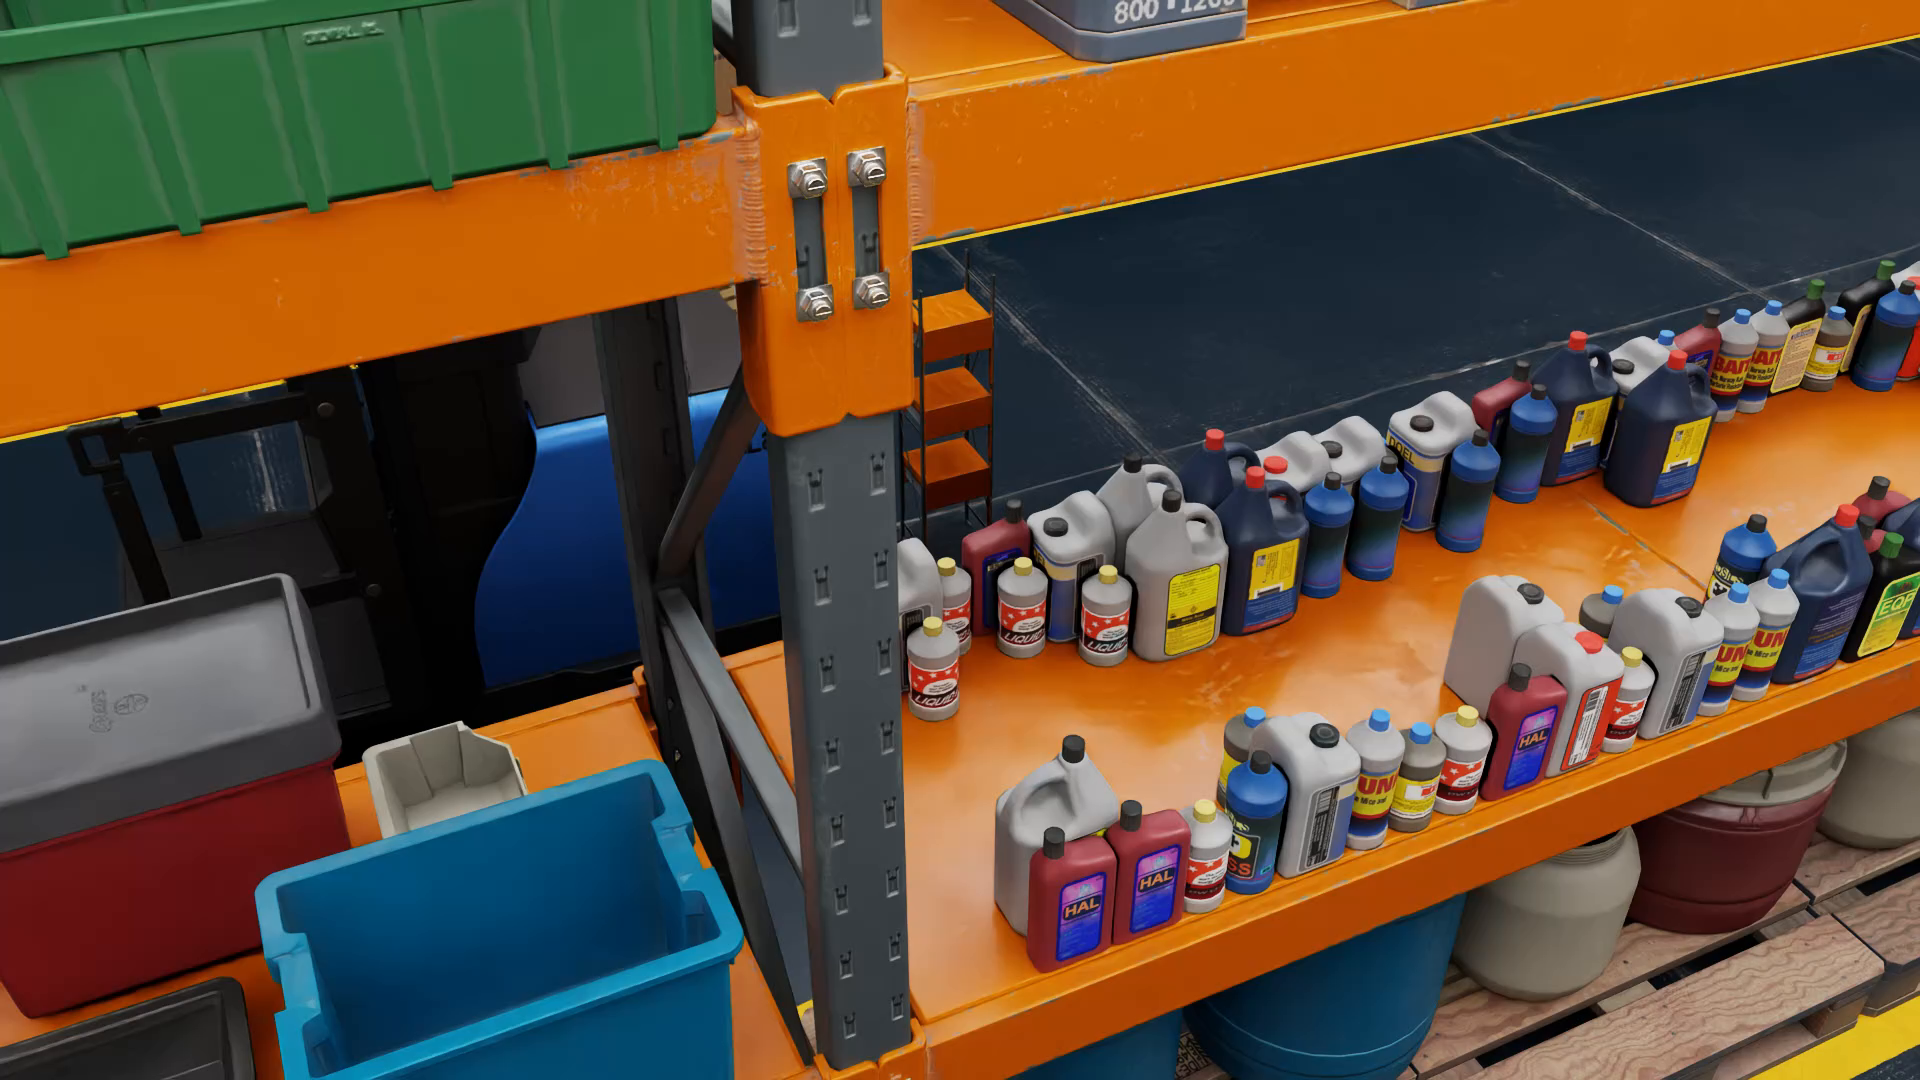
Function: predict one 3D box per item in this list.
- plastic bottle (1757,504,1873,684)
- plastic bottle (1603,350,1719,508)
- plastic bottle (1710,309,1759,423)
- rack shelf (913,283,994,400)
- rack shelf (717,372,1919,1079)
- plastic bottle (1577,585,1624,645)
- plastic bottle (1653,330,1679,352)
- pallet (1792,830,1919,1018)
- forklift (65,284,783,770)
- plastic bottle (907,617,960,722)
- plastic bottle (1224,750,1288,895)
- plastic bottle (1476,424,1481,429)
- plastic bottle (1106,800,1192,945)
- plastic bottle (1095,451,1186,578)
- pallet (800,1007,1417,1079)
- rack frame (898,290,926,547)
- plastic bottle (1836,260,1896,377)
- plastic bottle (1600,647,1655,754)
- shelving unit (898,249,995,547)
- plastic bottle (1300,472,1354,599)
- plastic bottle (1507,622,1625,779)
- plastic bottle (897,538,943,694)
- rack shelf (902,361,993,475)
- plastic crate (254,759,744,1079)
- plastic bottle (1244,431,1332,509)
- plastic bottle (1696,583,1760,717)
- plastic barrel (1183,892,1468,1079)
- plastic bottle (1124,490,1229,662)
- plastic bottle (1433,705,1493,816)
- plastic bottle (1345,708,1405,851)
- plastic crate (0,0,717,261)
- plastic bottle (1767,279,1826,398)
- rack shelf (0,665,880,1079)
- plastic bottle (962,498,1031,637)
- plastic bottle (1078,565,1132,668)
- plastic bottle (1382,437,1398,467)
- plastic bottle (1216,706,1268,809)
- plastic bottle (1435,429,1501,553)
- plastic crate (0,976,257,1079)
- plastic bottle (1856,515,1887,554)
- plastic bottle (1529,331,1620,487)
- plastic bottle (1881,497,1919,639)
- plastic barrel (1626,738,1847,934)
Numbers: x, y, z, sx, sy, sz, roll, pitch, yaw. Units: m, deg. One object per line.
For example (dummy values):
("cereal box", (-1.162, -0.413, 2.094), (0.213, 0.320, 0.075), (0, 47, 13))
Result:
("plastic bottle", (1.613, 0.090, 3.152), (0.185, 0.351, 0.144), (-16, 39, -20))
("plastic bottle", (1.538, -0.257, 3.621), (0.185, 0.351, 0.144), (-16, 39, -20))
("plastic bottle", (1.800, -0.414, 3.899), (0.097, 0.271, 0.097), (0, 37, 0))
("rack shelf", (-0.048, -0.628, 5.256), (0.240, 0.259, 0.215), (-16, 39, -20))
("rack shelf", (1.472, 0.145, 3.640), (4.000, 0.370, 1.077), (-16, 39, -20))
("plastic bottle", (1.220, 0.175, 3.163), (0.097, 0.201, 0.097), (0, 37, 0))
("plastic bottle", (1.591, -0.356, 3.820), (0.097, 0.271, 0.097), (0, 37, 0))
("pallet", (2.586, 0.692, 4.639), (1.213, 0.211, 1.003), (-16, 39, -20))
("forklift", (-1.945, -0.686, 4.215), (3.031, 2.935, 1.130), (-14, 39, -18))
("plastic bottle", (-0.049, 0.231, 3.087), (0.097, 0.201, 0.097), (0, 37, 0))
("plastic bottle", (0.480, 0.454, 2.728), (0.097, 0.271, 0.097), (0, 37, 0))
("plastic bottle", (1.093, -0.189, 3.653), (0.097, 0.201, 0.097), (0, 37, 0))
("plastic bottle", (0.295, 0.513, 2.638), (0.133, 0.283, 0.061), (-16, 39, -20))
("plastic bottle", (0.354, -0.027, 3.309), (0.185, 0.351, 0.144), (-16, 39, -20))
("pallet", (0.377, 1.310, 3.807), (1.213, 0.211, 1.003), (-16, 39, -20))
("rack frame", (-0.159, -0.377, 5.377), (0.008, 1.050, 0.200), (-16, 39, -20))
("plastic bottle", (2.194, -0.541, 4.060), (0.133, 0.283, 0.061), (-16, 39, -20))
("plastic bottle", (1.197, 0.282, 3.019), (0.097, 0.201, 0.097), (0, 37, 0))
("shelving unit", (-0.048, -0.408, 5.419), (0.252, 1.050, 0.215), (-16, 39, -20))
("plastic bottle", (0.738, -0.017, 3.363), (0.097, 0.271, 0.097), (0, 37, 0))
("plastic bottle", (1.080, 0.266, 2.977), (0.135, 0.276, 0.152), (-16, 39, -20))
("plastic bottle", (-0.119, 0.138, 3.150), (0.135, 0.276, 0.152), (-16, 39, -20))
("rack shelf", (-0.048, -0.400, 5.425), (0.240, 0.259, 0.215), (-16, 39, -20))
("plastic crate", (-0.616, 0.647, 2.323), (0.575, 0.384, 0.392), (-16, 39, -20))
("plastic bottle", (0.668, -0.082, 3.446), (0.135, 0.276, 0.152), (-16, 39, -20))
("plastic bottle", (1.407, 0.195, 3.077), (0.097, 0.271, 0.097), (0, 37, 0))
("plastic barrel", (0.802, 0.729, 3.658), (0.708, 0.901, 0.600), (-16, 39, -20))
("plastic bottle", (0.416, 0.051, 3.205), (0.185, 0.351, 0.144), (-16, 39, -20))
("plastic bottle", (0.866, 0.374, 2.894), (0.097, 0.201, 0.097), (0, 37, 0))
("plastic bottle", (0.690, 0.395, 2.807), (0.097, 0.271, 0.097), (0, 37, 0))
("plastic crate", (-0.594, -0.487, 1.548), (0.662, 0.188, 0.450), (-16, 39, -20))
("plastic bottle", (1.985, -0.483, 3.981), (0.133, 0.283, 0.061), (-16, 39, -20))
("rack shelf", (-2.149, 1.158, 2.275), (4.000, 0.370, 1.077), (-16, 39, -20))
("plastic bottle", (0.071, 0.052, 3.259), (0.133, 0.283, 0.061), (-16, 39, -20))
("plastic bottle", (0.281, 0.138, 3.212), (0.097, 0.201, 0.097), (0, 37, 0))
("plastic bottle", (0.883, -0.130, 3.574), (0.097, 0.201, 0.097), (0, 37, 0))
("plastic bottle", (0.504, 0.376, 2.892), (0.097, 0.201, 0.097), (0, 37, 0))
("plastic bottle", (1.070, -0.110, 3.488), (0.097, 0.271, 0.097), (0, 37, 0))
("plastic crate", (-1.238, 0.877, 2.230), (0.590, 0.125, 0.437), (-16, 39, -20))
("plastic bottle", (1.749, 0.067, 3.240), (0.133, 0.283, 0.061), (-16, 39, -20))
("plastic bottle", (1.351, -0.305, 3.685), (0.185, 0.351, 0.144), (-16, 39, -20))
("plastic bottle", (1.901, 0.010, 3.261), (0.185, 0.351, 0.144), (-16, 39, -20))
("plastic barrel", (1.824, 0.569, 4.137), (0.708, 0.588, 0.600), (-16, 39, -20))
